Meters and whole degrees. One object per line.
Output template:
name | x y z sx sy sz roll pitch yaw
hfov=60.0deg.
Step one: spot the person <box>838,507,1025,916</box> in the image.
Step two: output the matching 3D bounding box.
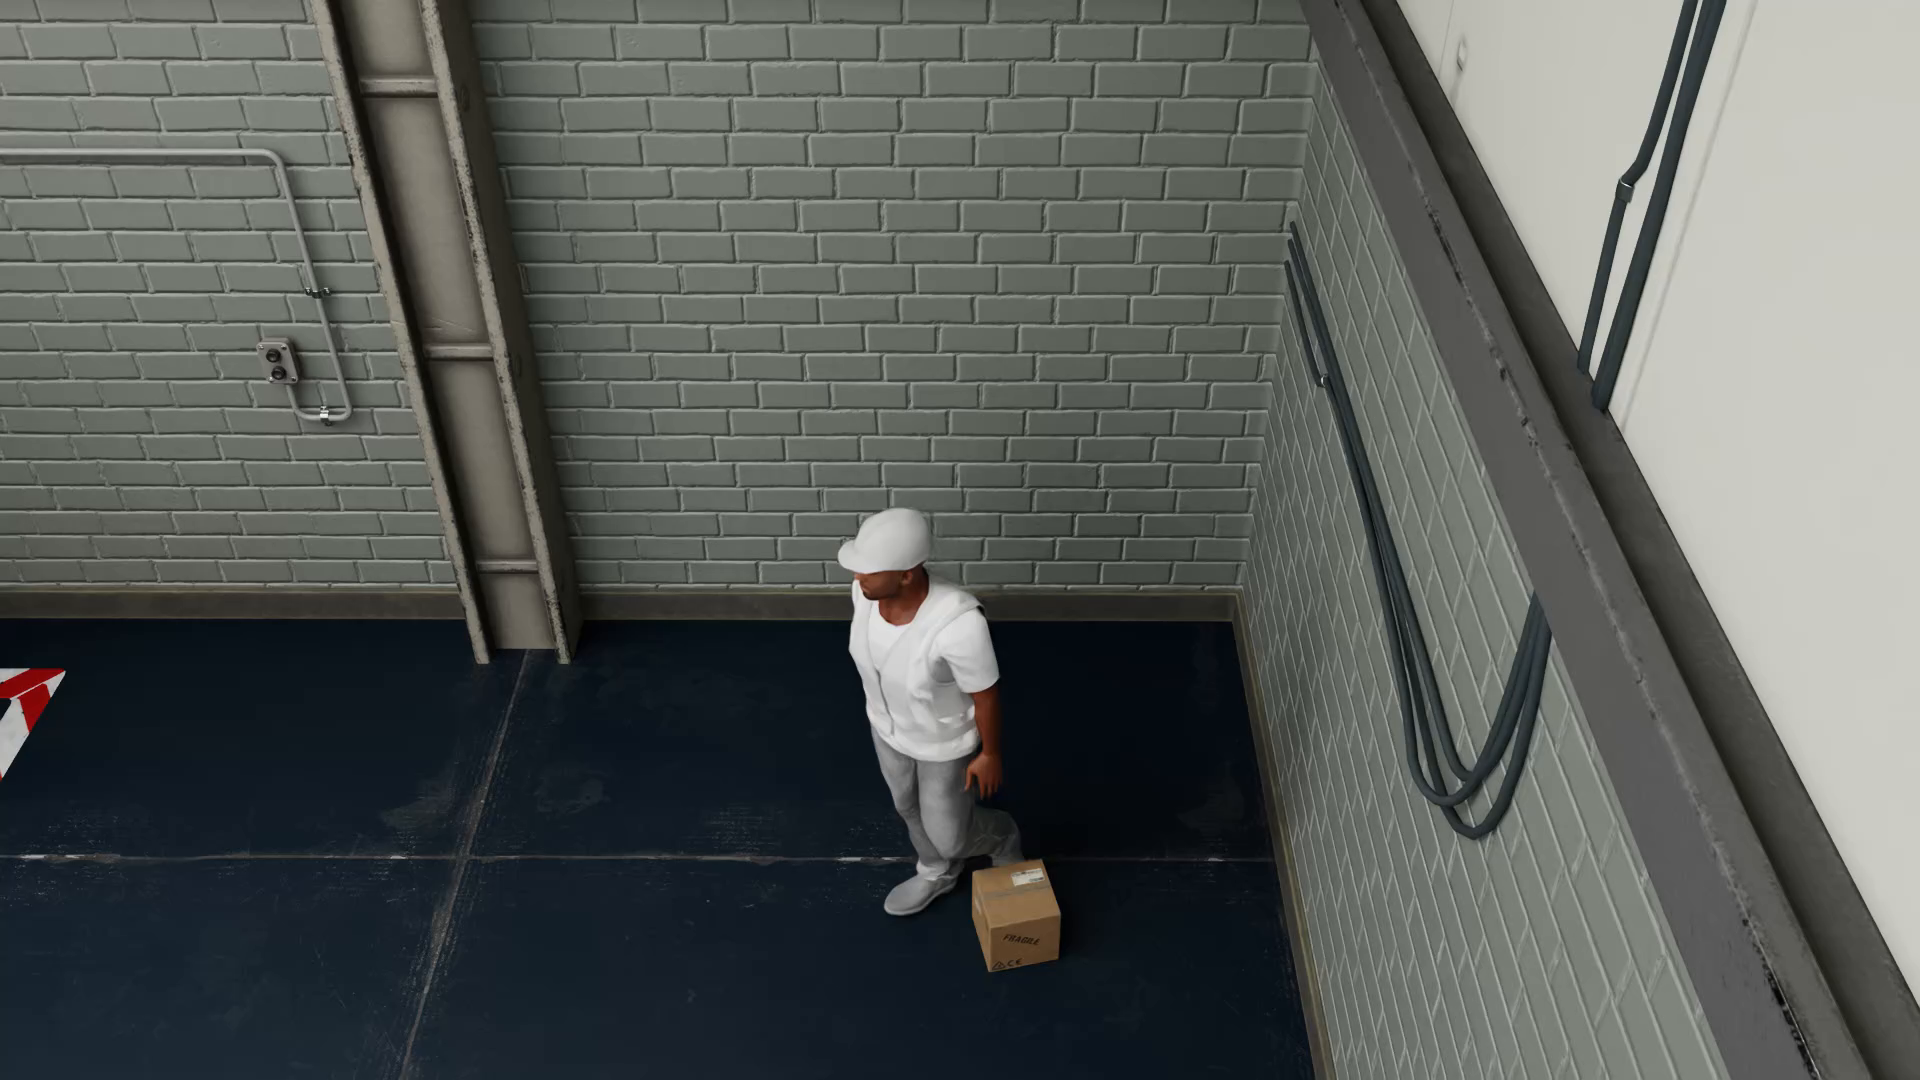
person | -0.074 0.572 5.440 0.609 1.759 0.579 31 49 32
